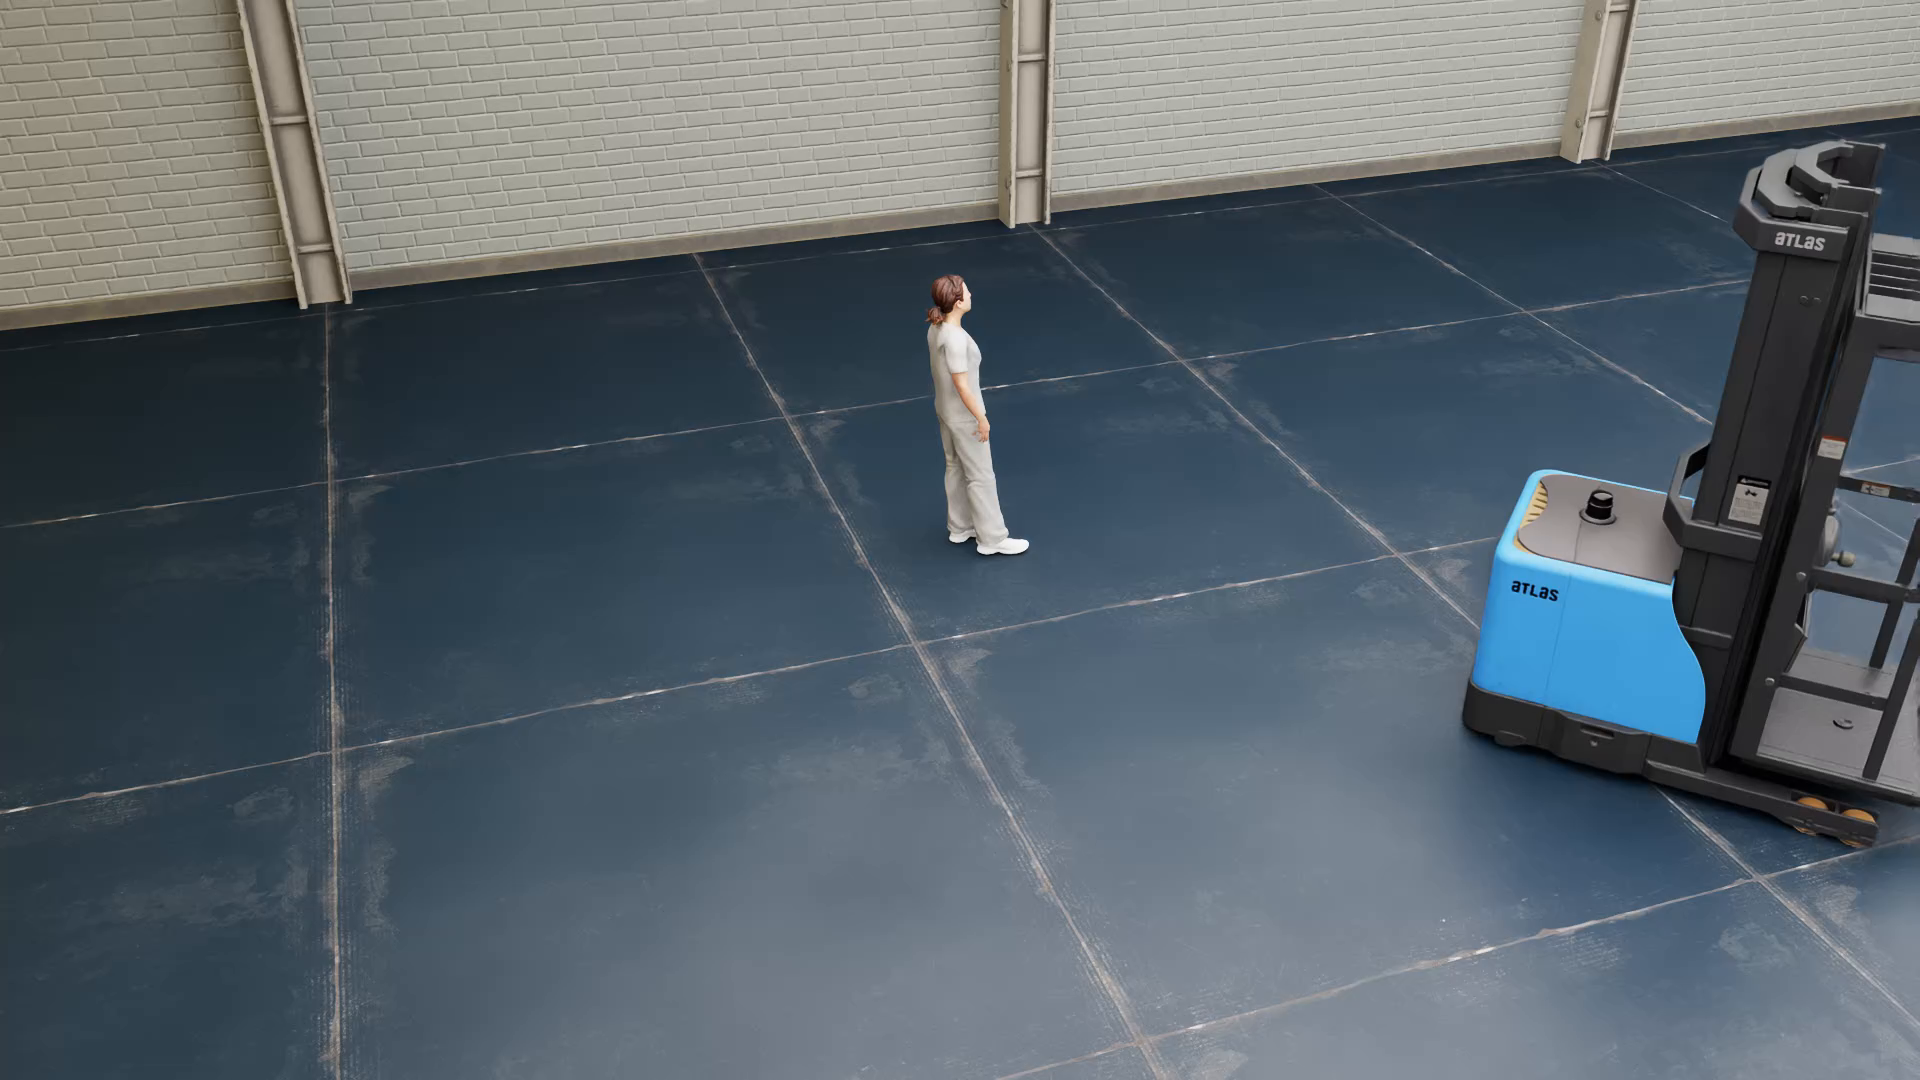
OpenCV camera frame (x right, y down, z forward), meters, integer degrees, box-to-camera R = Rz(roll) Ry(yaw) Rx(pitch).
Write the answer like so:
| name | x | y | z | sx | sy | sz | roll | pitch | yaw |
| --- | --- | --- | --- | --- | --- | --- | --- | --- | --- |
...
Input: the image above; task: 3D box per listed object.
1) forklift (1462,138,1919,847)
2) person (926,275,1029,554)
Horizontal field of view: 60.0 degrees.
| name | x | y | z | sx | sy | sz | roll | pitch | yaw |
| --- | --- | --- | --- | --- | --- | --- | --- | --- | --- |
| forklift | 4.064 | -0.173 | 7.388 | 3.031 | 2.935 | 1.130 | 14 | 33 | 23 |
| person | 0.074 | -0.738 | 9.613 | 0.549 | 1.675 | 0.549 | -10 | 31 | -16 |
